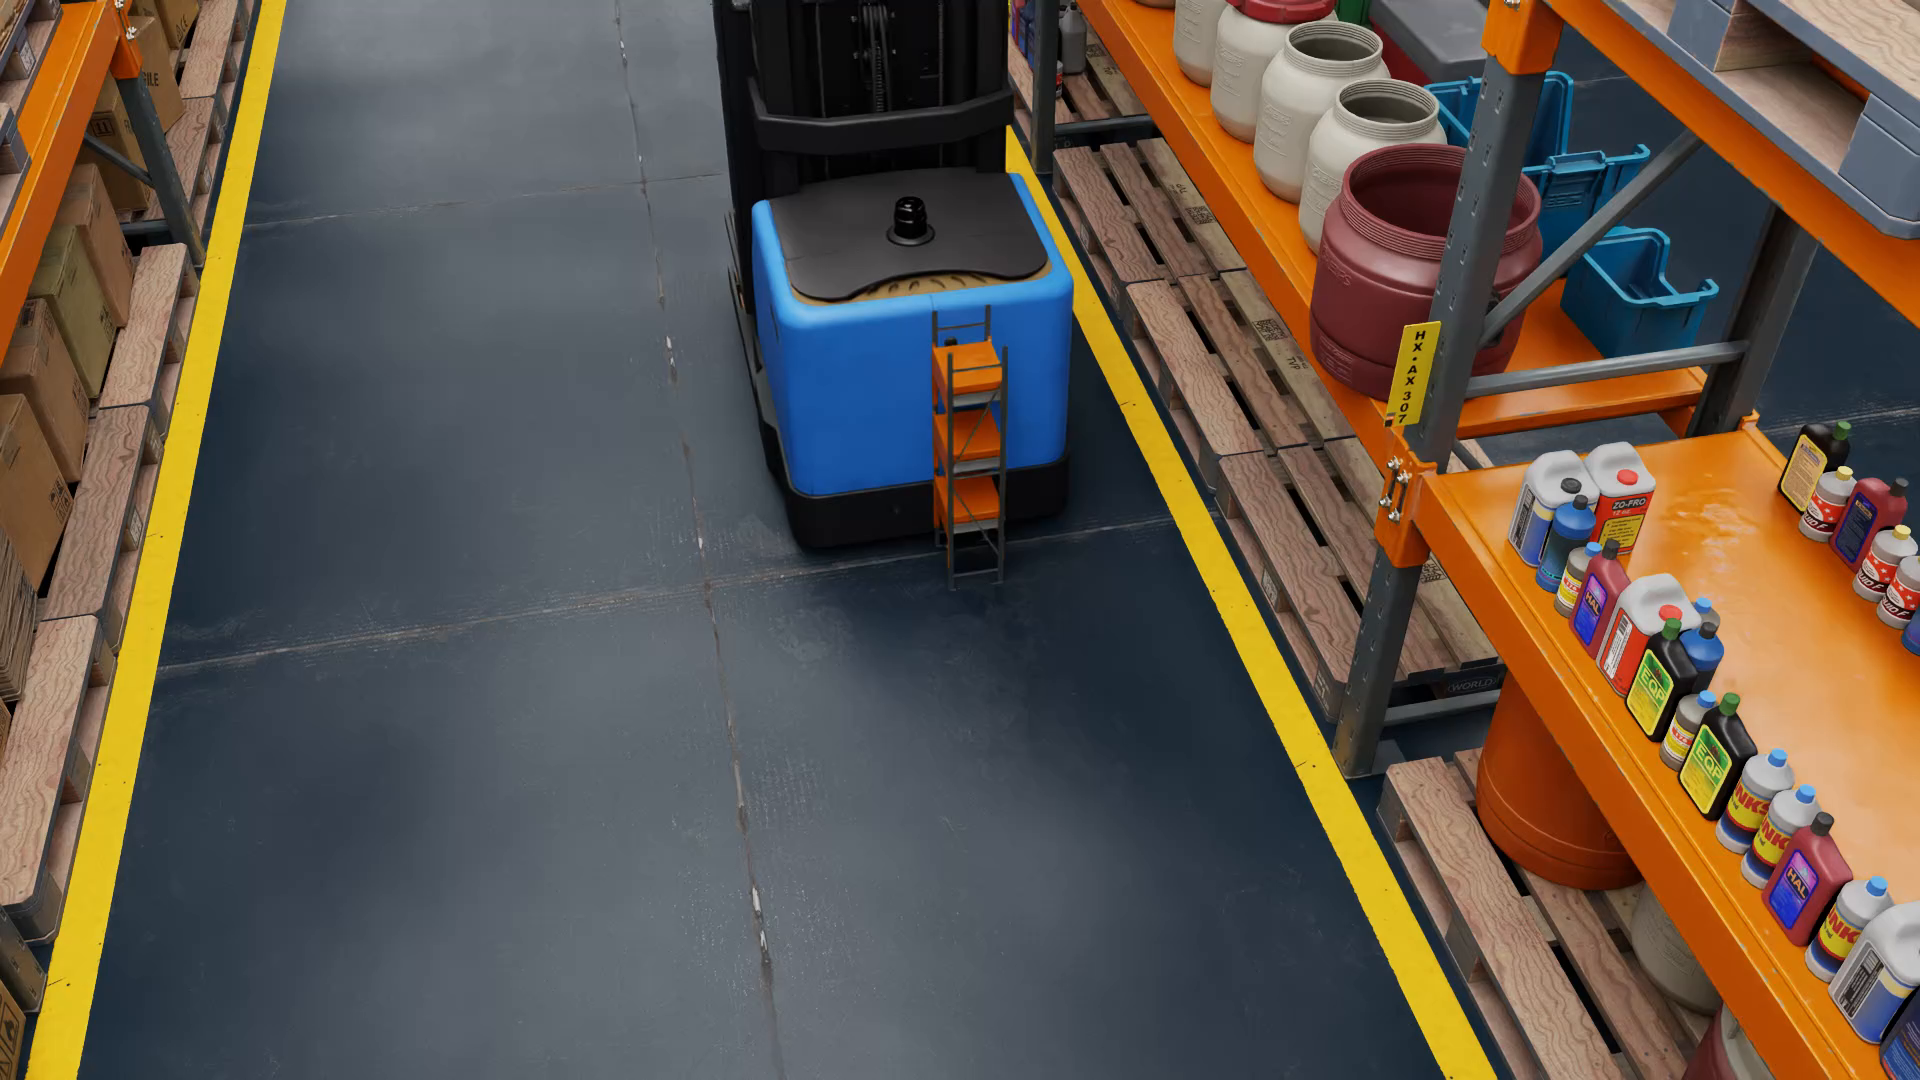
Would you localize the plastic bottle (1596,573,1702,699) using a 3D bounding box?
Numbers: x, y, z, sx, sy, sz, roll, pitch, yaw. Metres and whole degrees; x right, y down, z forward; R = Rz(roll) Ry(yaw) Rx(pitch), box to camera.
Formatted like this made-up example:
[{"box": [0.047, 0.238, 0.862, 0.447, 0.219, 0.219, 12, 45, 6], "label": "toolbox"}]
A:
[{"box": [1.596, 0.221, 3.835, 0.152, 0.276, 0.135, -8, 42, -9], "label": "plastic bottle"}]

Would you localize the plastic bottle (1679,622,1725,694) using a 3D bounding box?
[{"box": [1.653, 0.293, 3.758, 0.097, 0.271, 0.097, 0, 42, 0], "label": "plastic bottle"}]

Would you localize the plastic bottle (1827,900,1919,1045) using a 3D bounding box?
[{"box": [1.795, 0.820, 3.161, 0.152, 0.276, 0.135, -8, 42, -9], "label": "plastic bottle"}]

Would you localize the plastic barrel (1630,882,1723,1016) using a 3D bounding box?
[{"box": [2.049, 0.989, 4.434, 0.421, 0.512, 0.421, 0, 42, 0], "label": "plastic barrel"}]

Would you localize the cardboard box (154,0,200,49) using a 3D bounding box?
[{"box": [-4.448, -2.952, 8.883, 0.500, 0.500, 0.500, -5, 42, -5], "label": "cardboard box"}]

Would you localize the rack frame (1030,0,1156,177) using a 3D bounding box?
[{"box": [0.854, -3.045, 7.421, 1.000, 3.000, 0.127, -8, 42, -9], "label": "rack frame"}]

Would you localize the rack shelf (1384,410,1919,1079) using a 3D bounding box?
[{"box": [2.150, 1.113, 3.279, 1.077, 0.370, 4.000, -8, 42, -9], "label": "rack shelf"}]

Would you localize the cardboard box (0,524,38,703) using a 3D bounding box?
[{"box": [-3.415, 0.238, 5.274, 0.700, 0.500, 0.500, -12, 43, -13], "label": "cardboard box"}]

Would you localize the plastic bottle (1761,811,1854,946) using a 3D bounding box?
[{"box": [1.700, 0.673, 3.320, 0.061, 0.283, 0.133, -8, 42, -9], "label": "plastic bottle"}]

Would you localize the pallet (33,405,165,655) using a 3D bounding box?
[{"box": [-3.545, 0.004, 6.086, 1.003, 0.211, 1.213, -8, 42, -9], "label": "pallet"}]

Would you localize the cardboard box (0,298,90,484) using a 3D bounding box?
[{"box": [-3.664, -0.490, 6.094, 0.700, 0.500, 0.500, -12, 43, -13], "label": "cardboard box"}]

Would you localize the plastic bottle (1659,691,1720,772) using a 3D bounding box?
[{"box": [1.623, 0.414, 3.674, 0.097, 0.201, 0.097, 0, 42, 0], "label": "plastic bottle"}]

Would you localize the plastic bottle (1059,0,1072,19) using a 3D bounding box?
[{"box": [0.532, -2.729, 8.785, 0.152, 0.276, 0.135, -8, 42, -9], "label": "plastic bottle"}]

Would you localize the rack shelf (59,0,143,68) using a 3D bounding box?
[{"box": [-4.413, -3.363, 8.321, 1.077, 0.370, 4.000, -8, 42, -9], "label": "rack shelf"}]

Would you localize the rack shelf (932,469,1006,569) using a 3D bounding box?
[{"box": [0.031, -0.084, 5.988, 0.215, 0.259, 0.240, -8, 42, -9], "label": "rack shelf"}]

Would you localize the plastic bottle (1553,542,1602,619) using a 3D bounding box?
[{"box": [1.515, 0.091, 4.038, 0.097, 0.201, 0.097, 0, 42, 0], "label": "plastic bottle"}]

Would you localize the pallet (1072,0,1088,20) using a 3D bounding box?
[{"box": [0.483, -3.236, 9.737, 1.003, 0.211, 1.213, -8, 42, -9], "label": "pallet"}]

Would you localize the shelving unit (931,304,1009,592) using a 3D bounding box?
[{"box": [0.031, -0.300, 5.797, 0.215, 1.050, 0.252, -8, 42, -9], "label": "shelving unit"}]

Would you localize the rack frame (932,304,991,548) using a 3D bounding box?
[{"box": [0.005, -0.379, 5.886, 0.200, 1.050, 0.008, -8, 42, -9], "label": "rack frame"}]

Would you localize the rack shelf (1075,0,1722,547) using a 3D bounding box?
[{"box": [1.286, -1.480, 6.200, 1.077, 0.370, 4.000, -8, 42, -9], "label": "rack shelf"}]

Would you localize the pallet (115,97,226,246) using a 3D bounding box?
[{"box": [-4.161, -1.723, 8.032, 1.003, 0.211, 1.213, -8, 42, -9], "label": "pallet"}]

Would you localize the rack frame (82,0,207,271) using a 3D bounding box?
[{"box": [-3.982, -2.336, 6.622, 1.000, 3.000, 0.127, -8, 42, -9], "label": "rack frame"}]

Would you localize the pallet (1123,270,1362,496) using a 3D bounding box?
[{"box": [1.329, -0.707, 6.887, 1.003, 0.211, 1.213, -8, 42, -9], "label": "pallet"}]

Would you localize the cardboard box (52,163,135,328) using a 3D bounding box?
[{"box": [-3.870, -1.164, 6.854, 0.700, 0.500, 0.500, -11, 43, -13], "label": "cardboard box"}]

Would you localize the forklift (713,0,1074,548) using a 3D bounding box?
[{"box": [-0.412, -2.056, 6.359, 1.130, 2.935, 3.031, -8, 42, -9], "label": "forklift"}]

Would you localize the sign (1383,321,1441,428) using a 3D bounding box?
[{"box": [1.182, -0.430, 4.352, 0.100, 0.325, 0.005, -8, 42, -9], "label": "sign"}]

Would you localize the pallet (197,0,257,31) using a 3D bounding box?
[{"box": [-4.688, -3.305, 9.814, 1.003, 0.211, 1.213, -8, 42, -9], "label": "pallet"}]

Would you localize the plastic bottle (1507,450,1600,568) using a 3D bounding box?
[{"box": [1.496, -0.079, 4.173, 0.152, 0.276, 0.135, -8, 42, -9], "label": "plastic bottle"}]

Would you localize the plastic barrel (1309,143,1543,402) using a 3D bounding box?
[{"box": [1.322, -0.761, 4.745, 0.600, 0.536, 0.708, -8, 42, -9], "label": "plastic barrel"}]

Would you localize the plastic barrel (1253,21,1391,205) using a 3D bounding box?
[{"box": [1.196, -1.404, 5.487, 0.421, 0.512, 0.421, 0, 42, 0], "label": "plastic barrel"}]

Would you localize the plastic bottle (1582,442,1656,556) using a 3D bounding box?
[{"box": [1.644, -0.101, 4.198, 0.152, 0.276, 0.135, -8, 42, -9], "label": "plastic bottle"}]

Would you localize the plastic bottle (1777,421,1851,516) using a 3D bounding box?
[{"box": [2.222, -0.208, 4.312, 0.061, 0.283, 0.133, -8, 42, -9], "label": "plastic bottle"}]

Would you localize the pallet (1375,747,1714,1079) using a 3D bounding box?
[{"box": [1.929, 1.095, 4.857, 1.003, 0.211, 1.213, -8, 42, -9], "label": "pallet"}]

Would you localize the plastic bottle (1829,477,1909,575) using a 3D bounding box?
[{"box": [2.272, -0.058, 4.144, 0.061, 0.283, 0.133, -8, 42, -9], "label": "plastic bottle"}]

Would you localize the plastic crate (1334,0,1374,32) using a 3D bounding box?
[{"box": [1.506, -1.878, 6.265, 0.450, 0.188, 0.662, -8, 42, -9], "label": "plastic crate"}]

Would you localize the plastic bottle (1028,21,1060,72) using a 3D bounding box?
[{"box": [0.434, -2.595, 8.578, 0.144, 0.351, 0.185, -9, 42, -10], "label": "plastic bottle"}]

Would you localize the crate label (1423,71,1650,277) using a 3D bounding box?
[{"box": [1.768, -1.148, 5.258, 0.502, 0.435, 0.616, -8, 42, -9], "label": "crate label"}]

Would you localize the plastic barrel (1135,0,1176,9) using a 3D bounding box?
[{"box": [0.847, -2.445, 6.642, 0.433, 0.535, 0.433, 0, 42, 0], "label": "plastic barrel"}]

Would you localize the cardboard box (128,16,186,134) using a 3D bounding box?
[{"box": [-4.160, -2.193, 8.028, 0.500, 0.500, 0.500, 4, 42, 4], "label": "cardboard box"}]

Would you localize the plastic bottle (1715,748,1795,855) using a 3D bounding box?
[{"box": [1.672, 0.537, 3.482, 0.097, 0.271, 0.097, 0, 42, 0], "label": "plastic bottle"}]

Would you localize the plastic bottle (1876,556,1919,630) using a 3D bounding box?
[{"box": [2.300, 0.113, 4.013, 0.097, 0.201, 0.097, 0, 42, 0], "label": "plastic bottle"}]

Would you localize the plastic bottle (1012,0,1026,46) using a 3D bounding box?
[{"box": [0.317, -2.794, 8.853, 0.061, 0.283, 0.133, -6, 42, -6], "label": "plastic bottle"}]

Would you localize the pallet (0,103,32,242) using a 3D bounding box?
[{"box": [-3.586, -0.948, 5.203, 1.003, 0.211, 1.213, -8, 42, -9], "label": "pallet"}]

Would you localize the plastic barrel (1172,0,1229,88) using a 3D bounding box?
[{"box": [1.005, -1.969, 6.106, 0.433, 0.535, 0.433, 0, 42, 0], "label": "plastic barrel"}]
